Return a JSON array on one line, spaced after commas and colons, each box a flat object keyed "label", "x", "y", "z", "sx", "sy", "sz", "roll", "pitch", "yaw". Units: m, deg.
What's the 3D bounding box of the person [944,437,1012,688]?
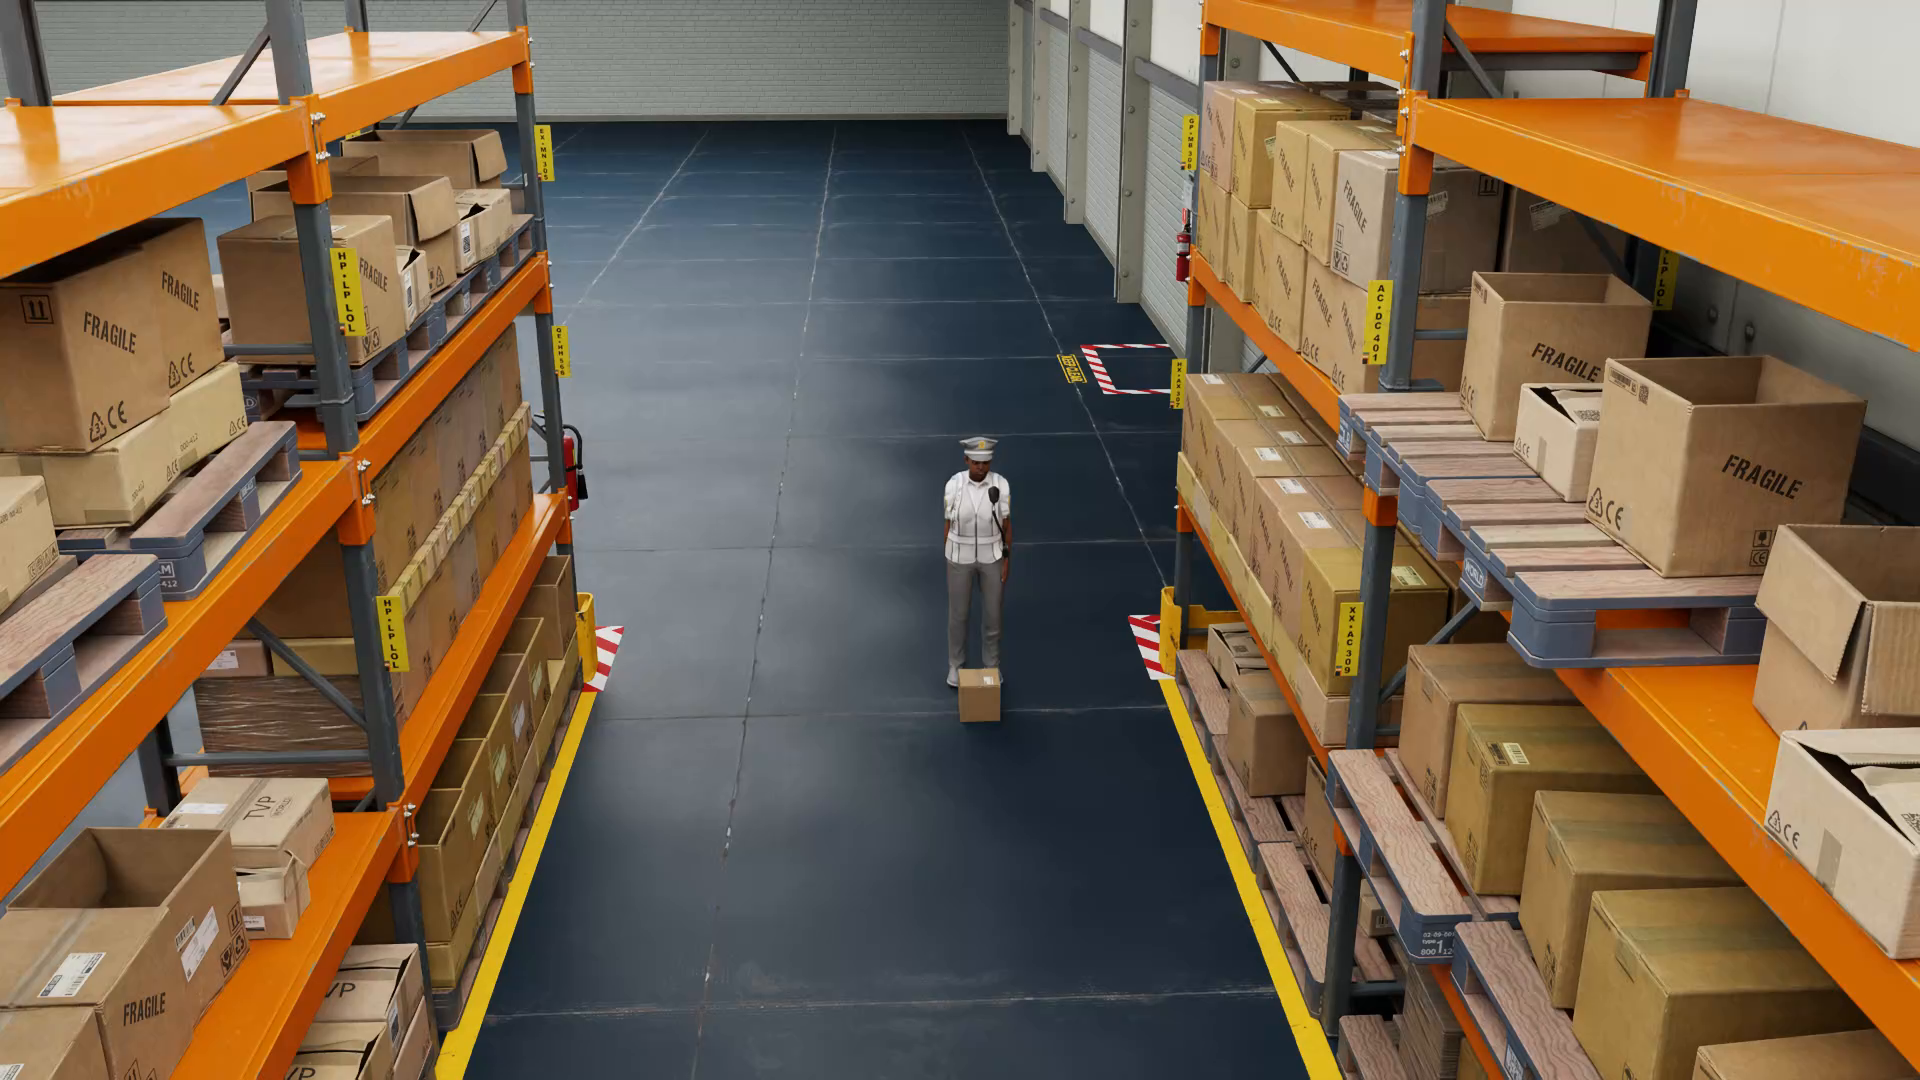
[{"label": "person", "x": 0.117, "y": 0.139, "z": 10.687, "sx": 0.435, "sy": 1.680, "sz": 0.339, "roll": 0, "pitch": 21, "yaw": -1}]
